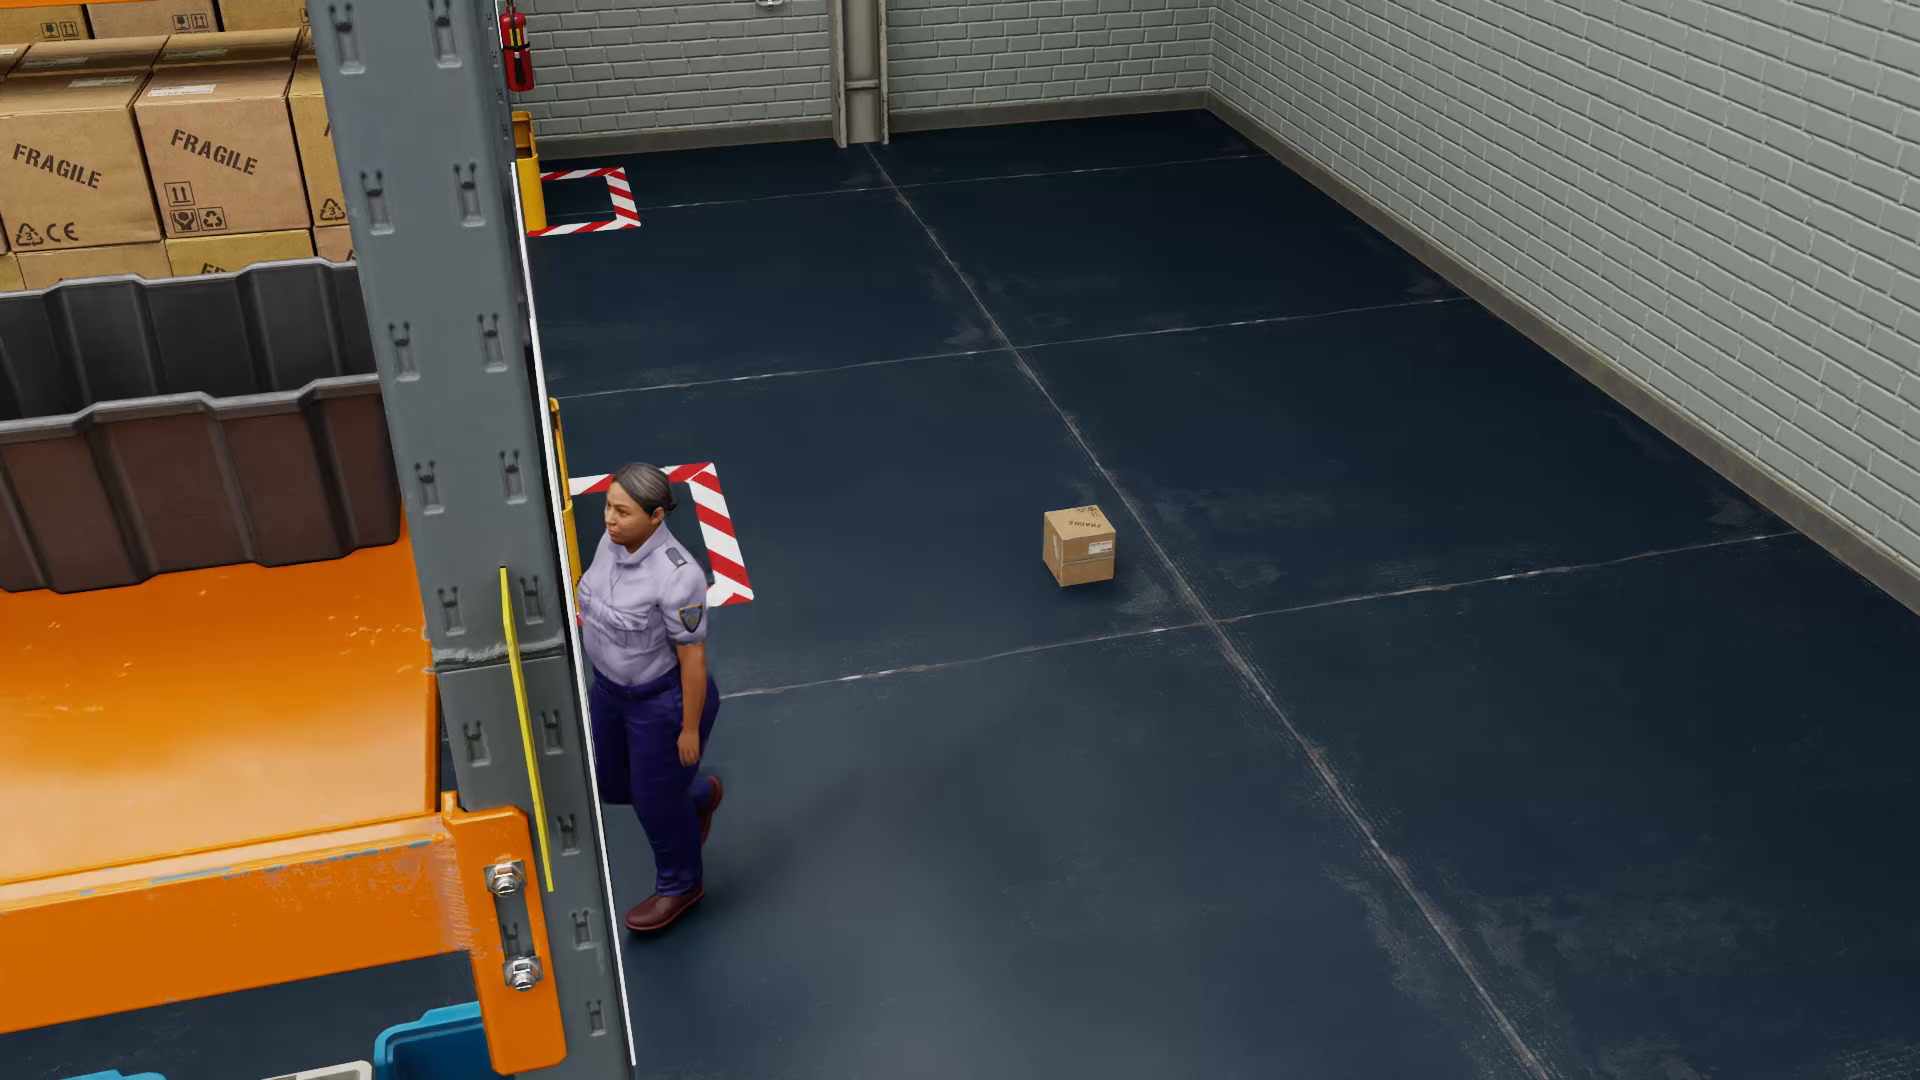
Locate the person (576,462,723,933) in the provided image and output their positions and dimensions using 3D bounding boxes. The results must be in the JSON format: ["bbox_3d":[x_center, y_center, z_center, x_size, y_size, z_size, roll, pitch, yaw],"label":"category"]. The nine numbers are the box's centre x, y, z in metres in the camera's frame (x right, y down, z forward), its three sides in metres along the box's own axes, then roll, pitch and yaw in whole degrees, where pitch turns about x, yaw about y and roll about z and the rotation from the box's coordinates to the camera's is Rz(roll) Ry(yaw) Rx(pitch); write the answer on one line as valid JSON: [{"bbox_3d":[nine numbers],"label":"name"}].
[{"bbox_3d":[-0.958,0.484,5.269,0.496,1.637,0.508,-24,38,-34],"label":"person"}]
